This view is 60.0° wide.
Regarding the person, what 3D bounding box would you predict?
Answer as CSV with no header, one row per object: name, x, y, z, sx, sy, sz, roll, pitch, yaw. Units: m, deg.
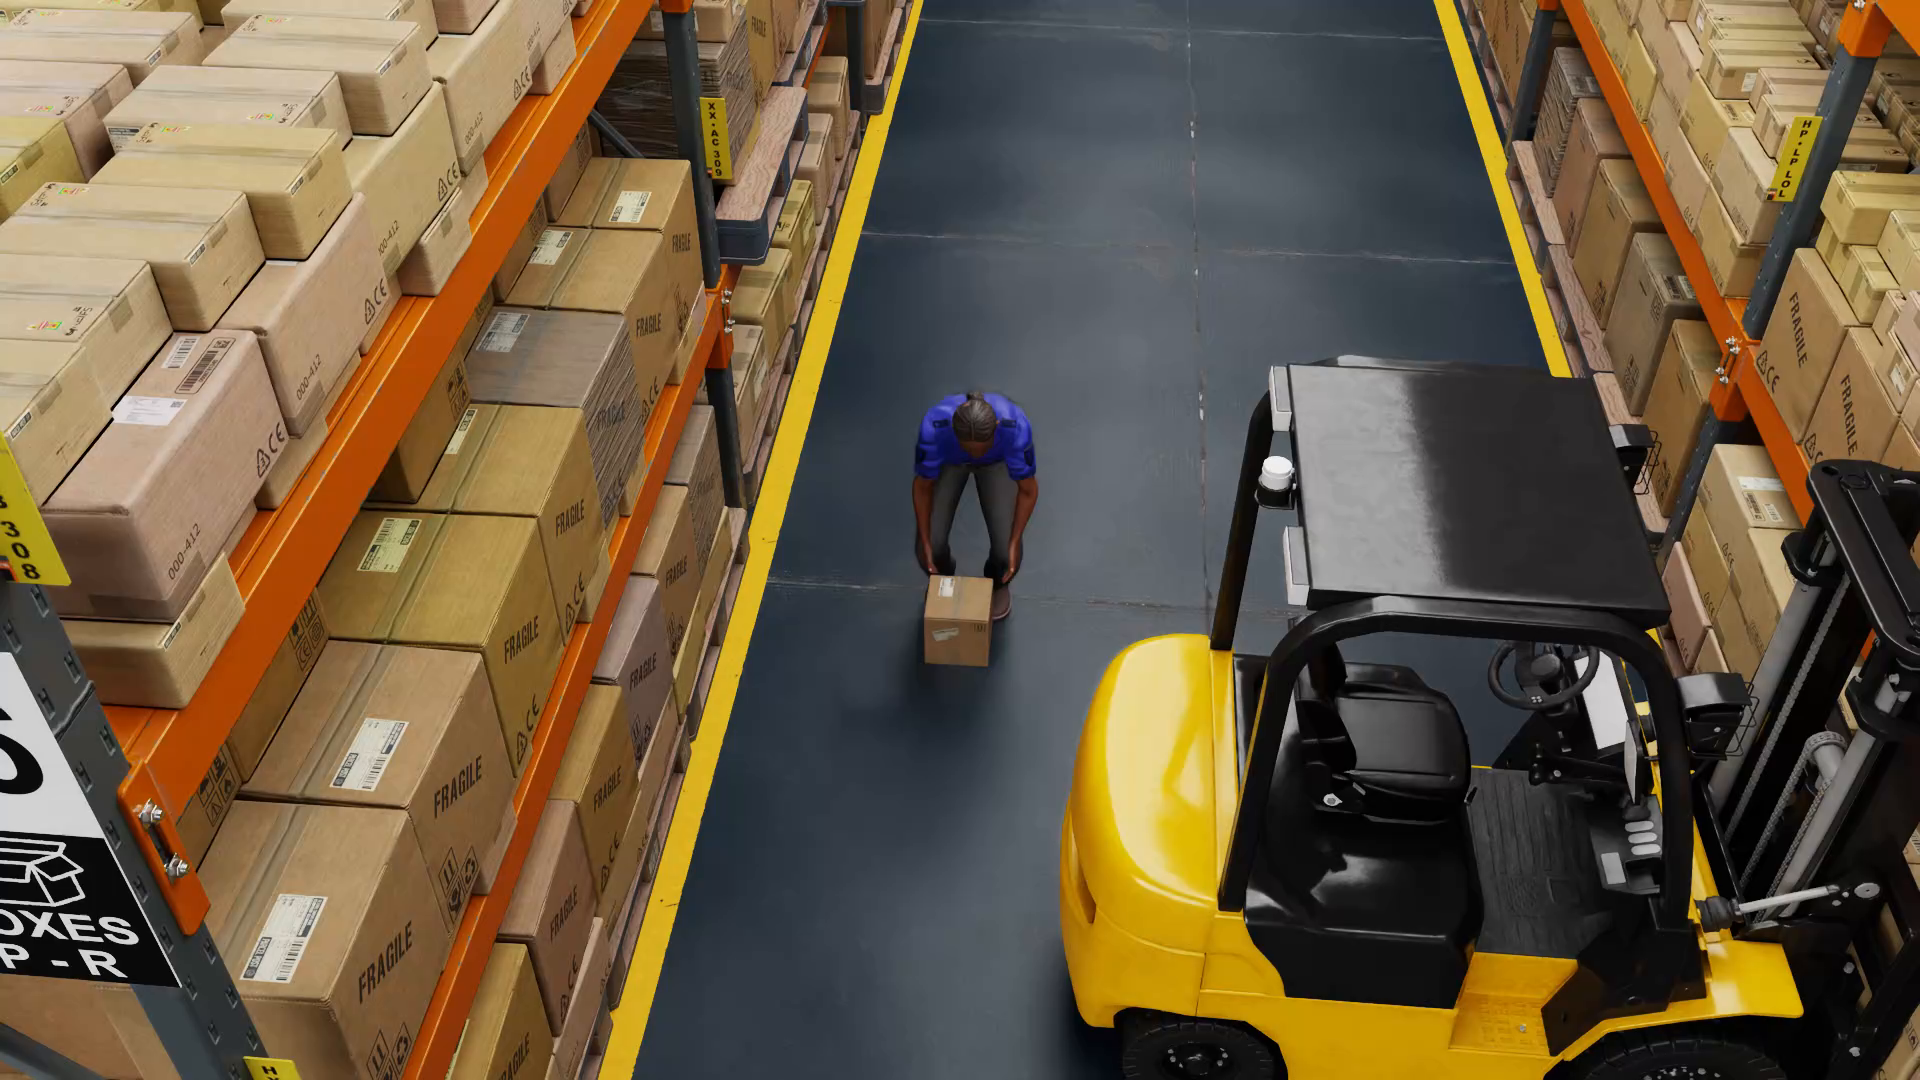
person,0.068,-0.186,6.700,0.499,1.252,0.694,3,40,4
